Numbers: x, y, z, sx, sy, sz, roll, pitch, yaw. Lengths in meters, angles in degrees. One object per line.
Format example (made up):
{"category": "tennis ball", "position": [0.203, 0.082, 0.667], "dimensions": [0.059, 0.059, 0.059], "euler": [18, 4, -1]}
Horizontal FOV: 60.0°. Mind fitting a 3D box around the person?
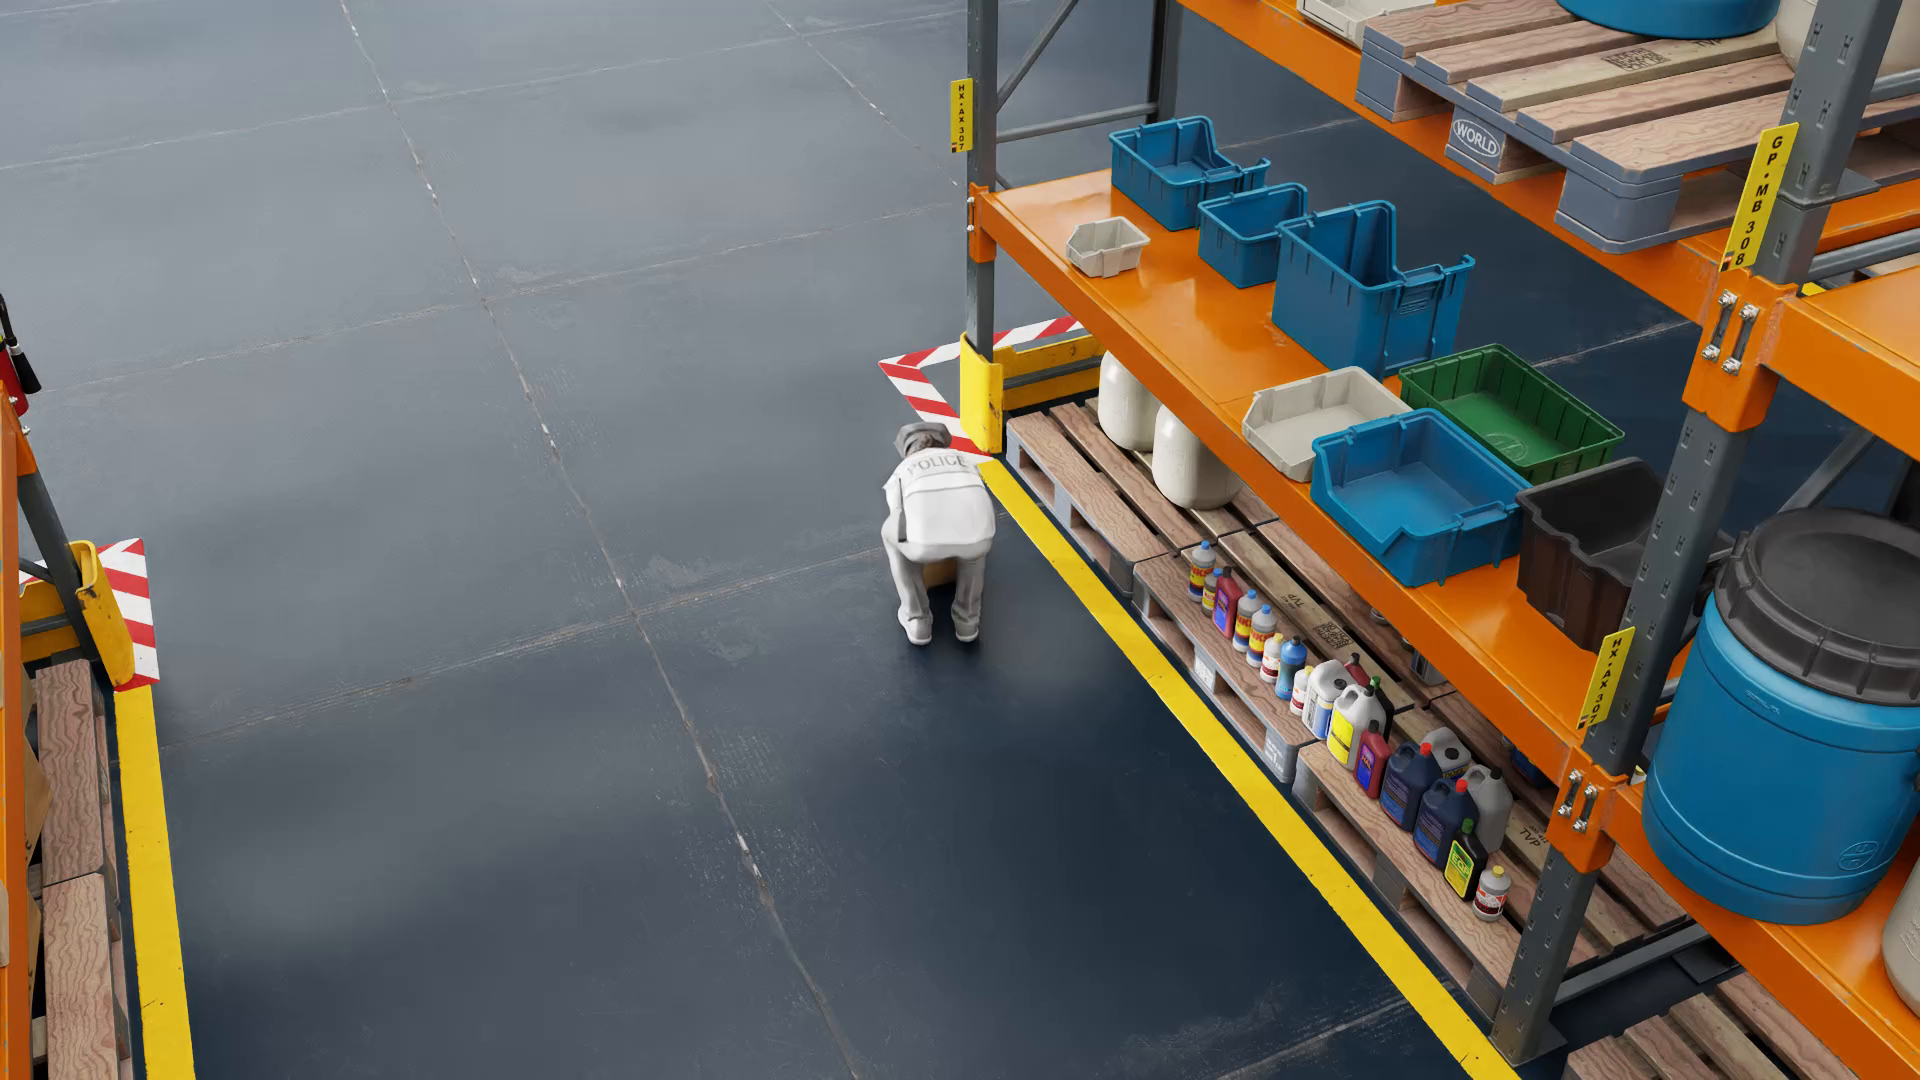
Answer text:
{"category": "person", "position": [-0.099, -0.025, 6.878], "dimensions": [0.448, 0.855, 0.892], "euler": [-5, 38, -7]}
